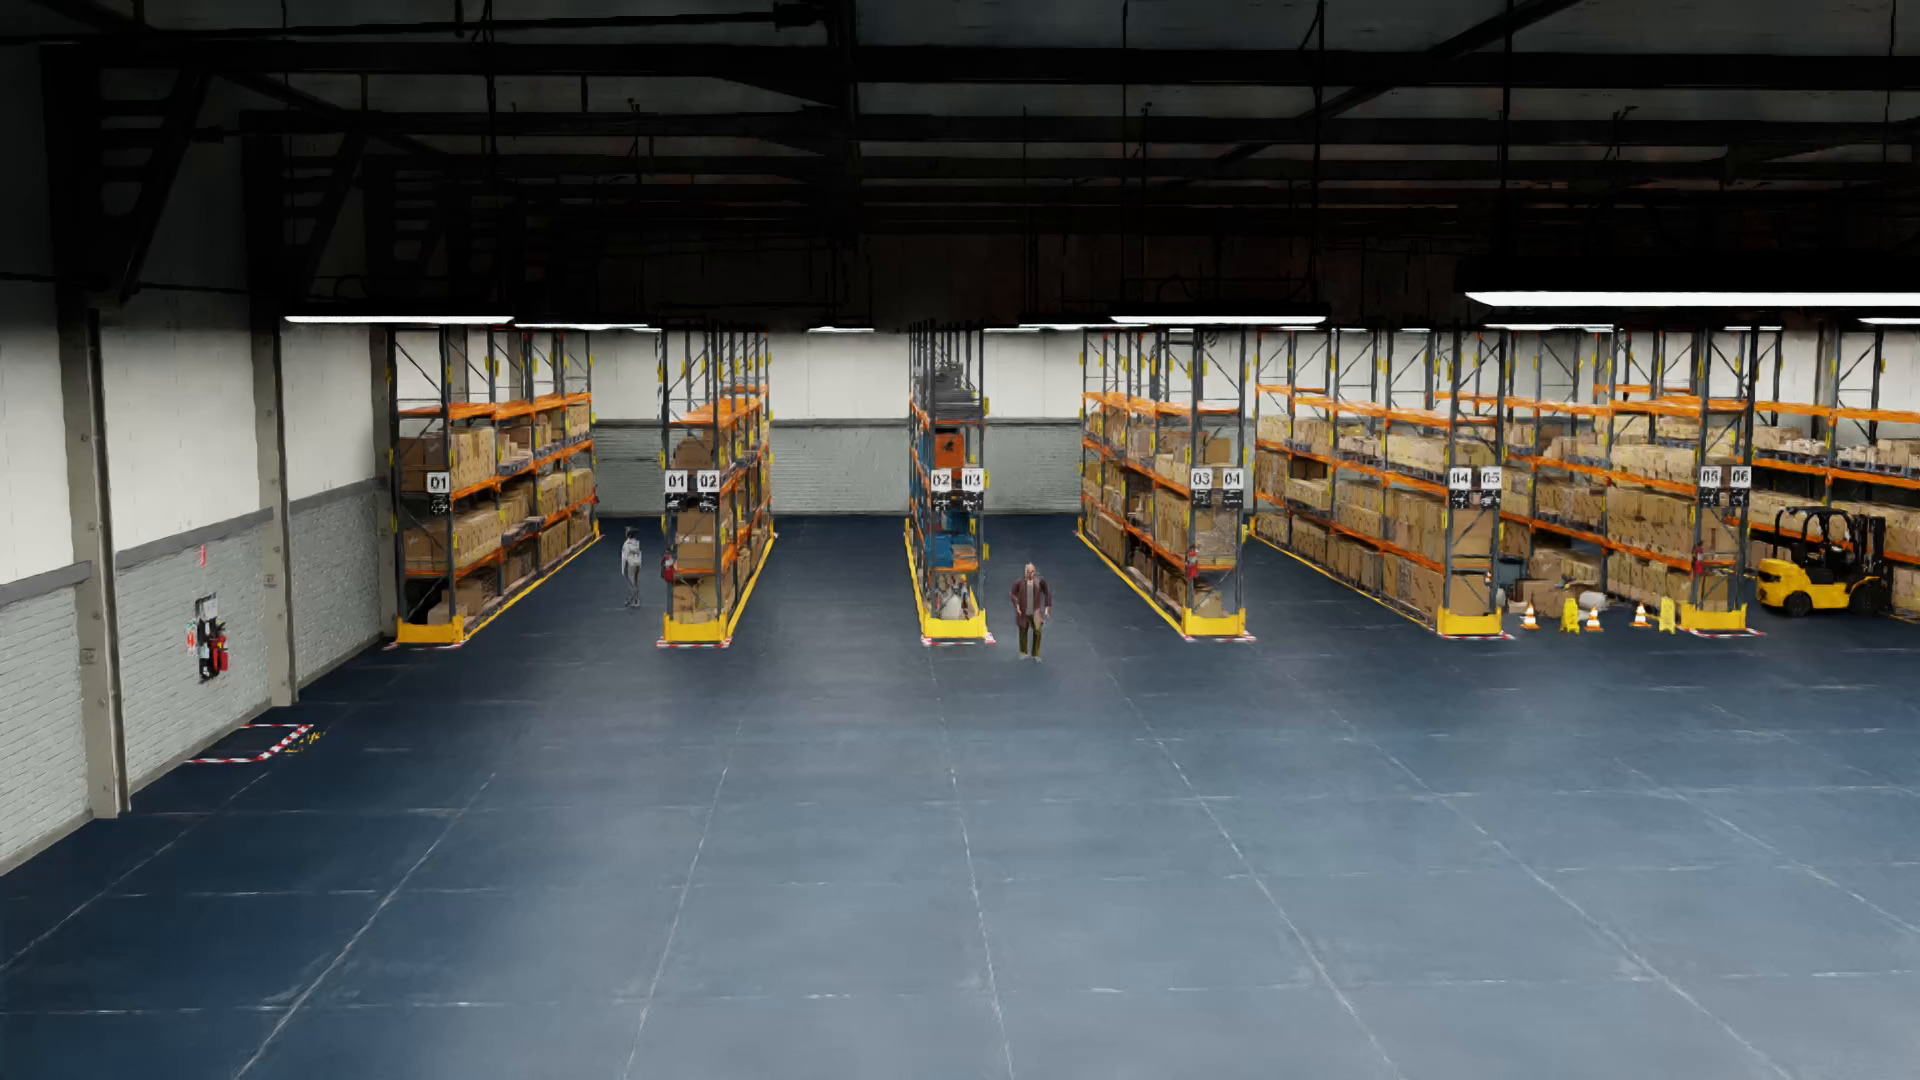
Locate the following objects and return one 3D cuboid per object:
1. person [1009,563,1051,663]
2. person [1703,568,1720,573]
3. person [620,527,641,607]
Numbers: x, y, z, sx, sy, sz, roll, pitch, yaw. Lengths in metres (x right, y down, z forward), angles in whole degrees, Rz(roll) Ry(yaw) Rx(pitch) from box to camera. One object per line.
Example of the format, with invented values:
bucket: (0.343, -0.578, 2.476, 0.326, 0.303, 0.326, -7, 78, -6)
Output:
person: (1.237, 1.260, 29.222, 0.748, 1.741, 0.741, 0, 7, 1)
person: (17.509, 0.020, 38.927, 0.635, 1.772, 0.685, 3, 8, 22)
person: (-6.950, 0.553, 35.098, 0.544, 1.663, 0.567, 3, 8, 23)
